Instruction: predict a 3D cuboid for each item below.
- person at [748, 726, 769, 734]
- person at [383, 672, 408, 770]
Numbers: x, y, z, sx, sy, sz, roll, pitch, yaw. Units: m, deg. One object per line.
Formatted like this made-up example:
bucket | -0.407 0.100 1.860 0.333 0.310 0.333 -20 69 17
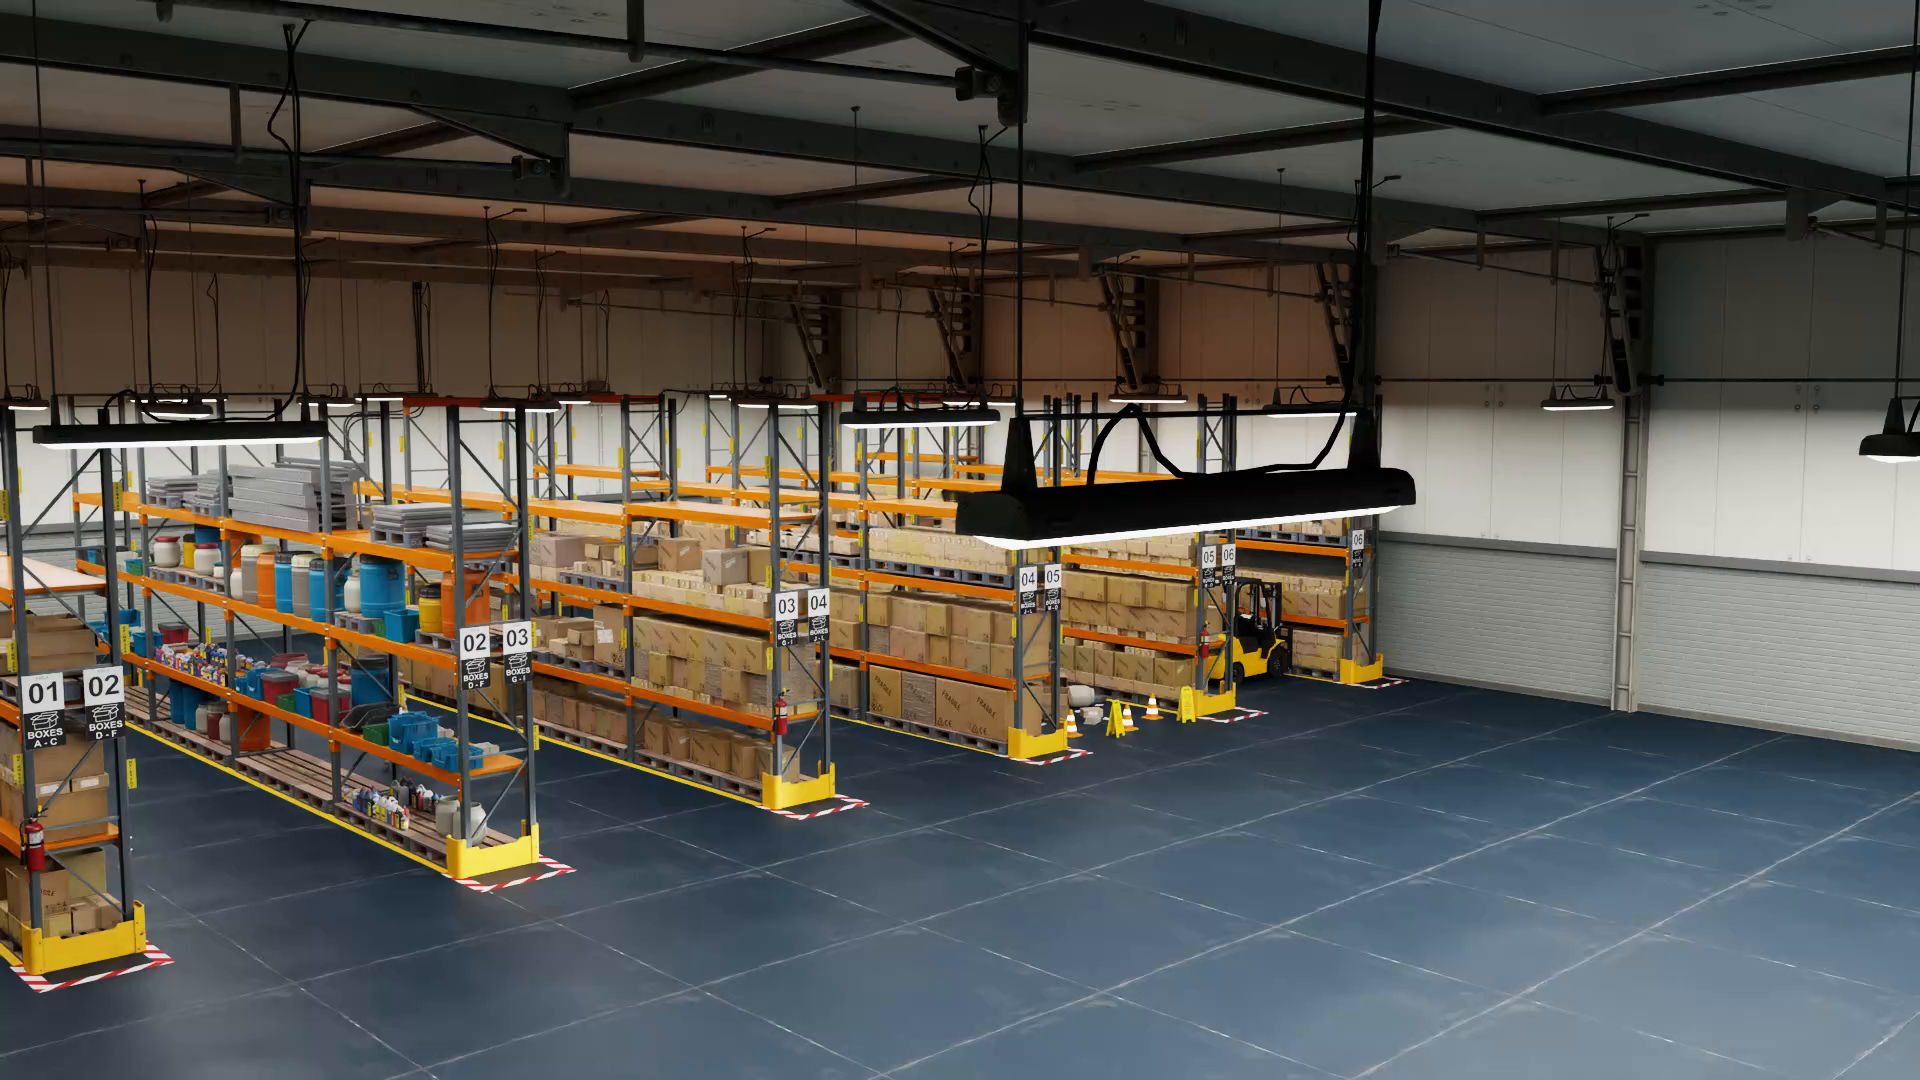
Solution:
person | -3.618 2.560 29.792 0.418 1.796 0.627 -1 6 -13
person | -9.162 2.911 26.901 0.510 1.699 0.466 0 6 -4
